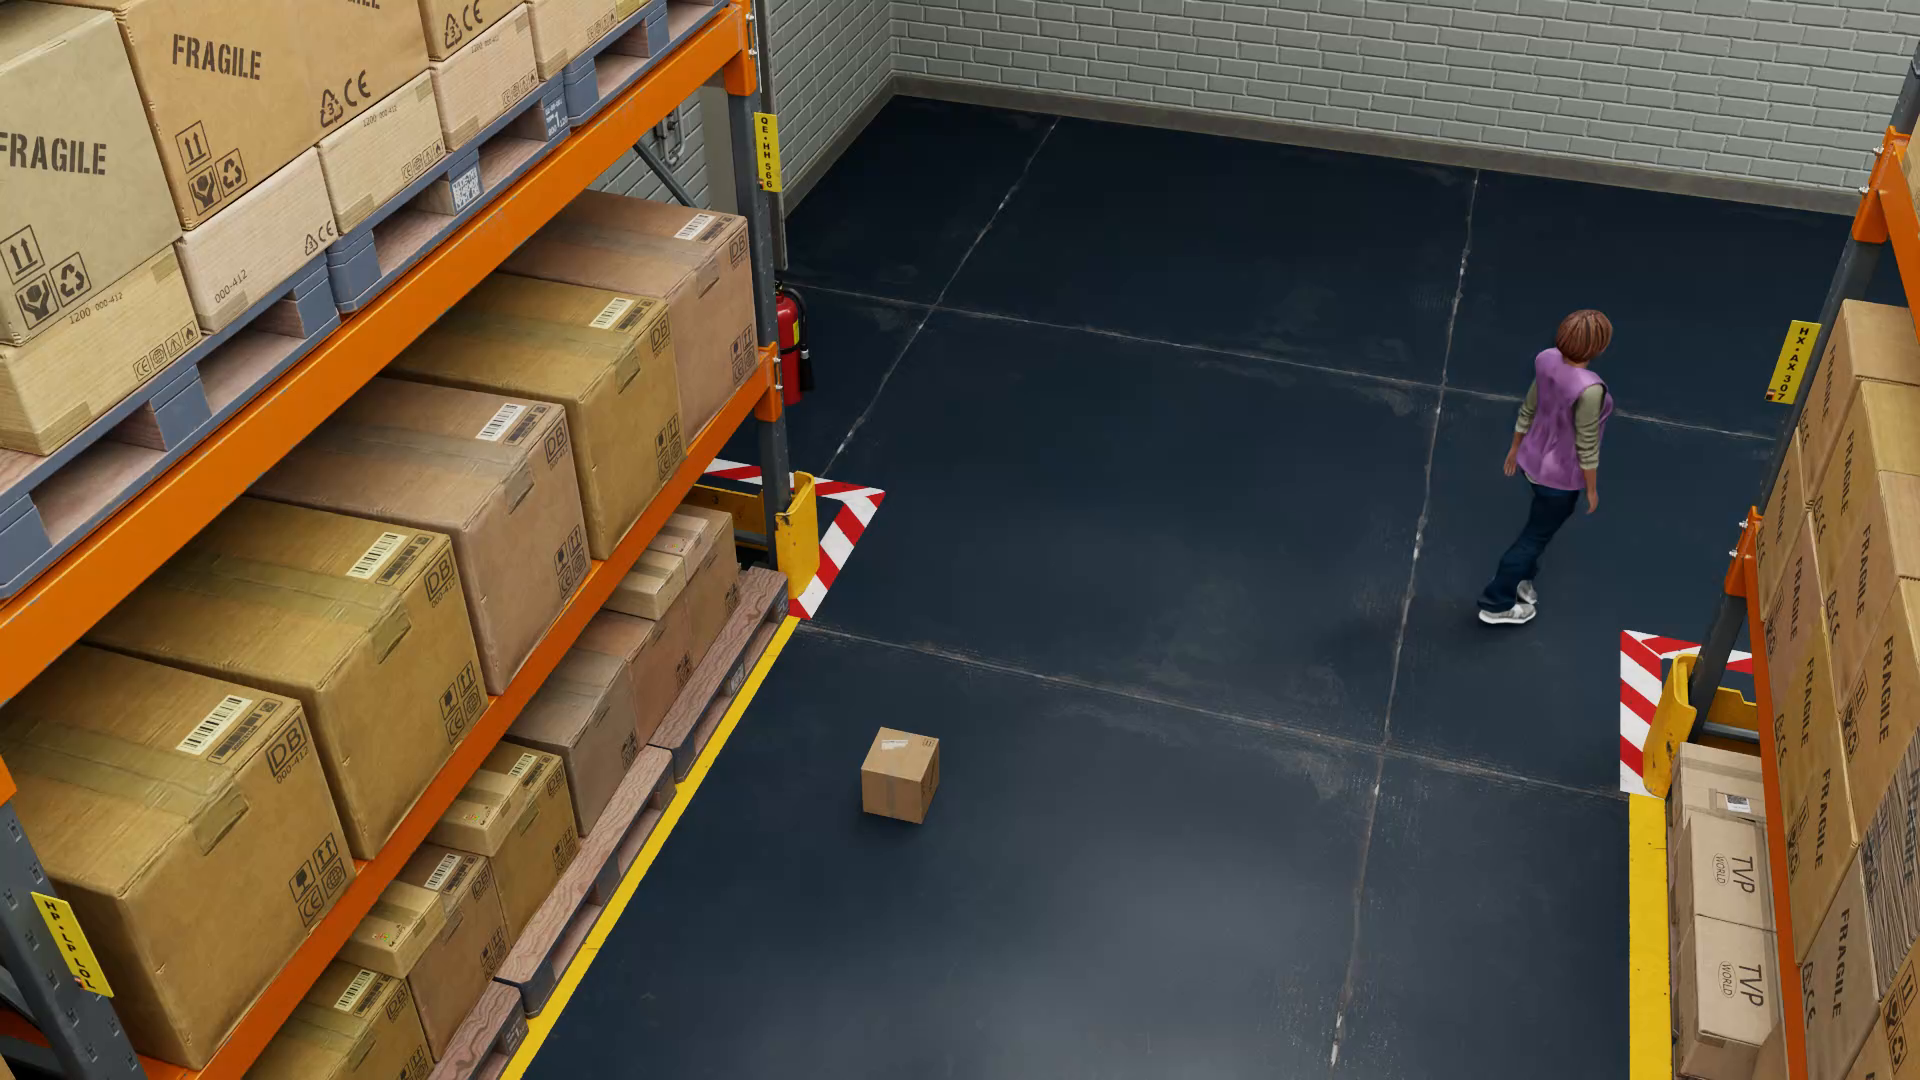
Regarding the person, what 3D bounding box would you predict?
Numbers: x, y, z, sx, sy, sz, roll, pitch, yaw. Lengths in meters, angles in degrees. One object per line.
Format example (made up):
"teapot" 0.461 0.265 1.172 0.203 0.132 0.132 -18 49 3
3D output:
"person" 2.563 -0.281 7.256 0.367 1.629 0.433 -8 38 -10
